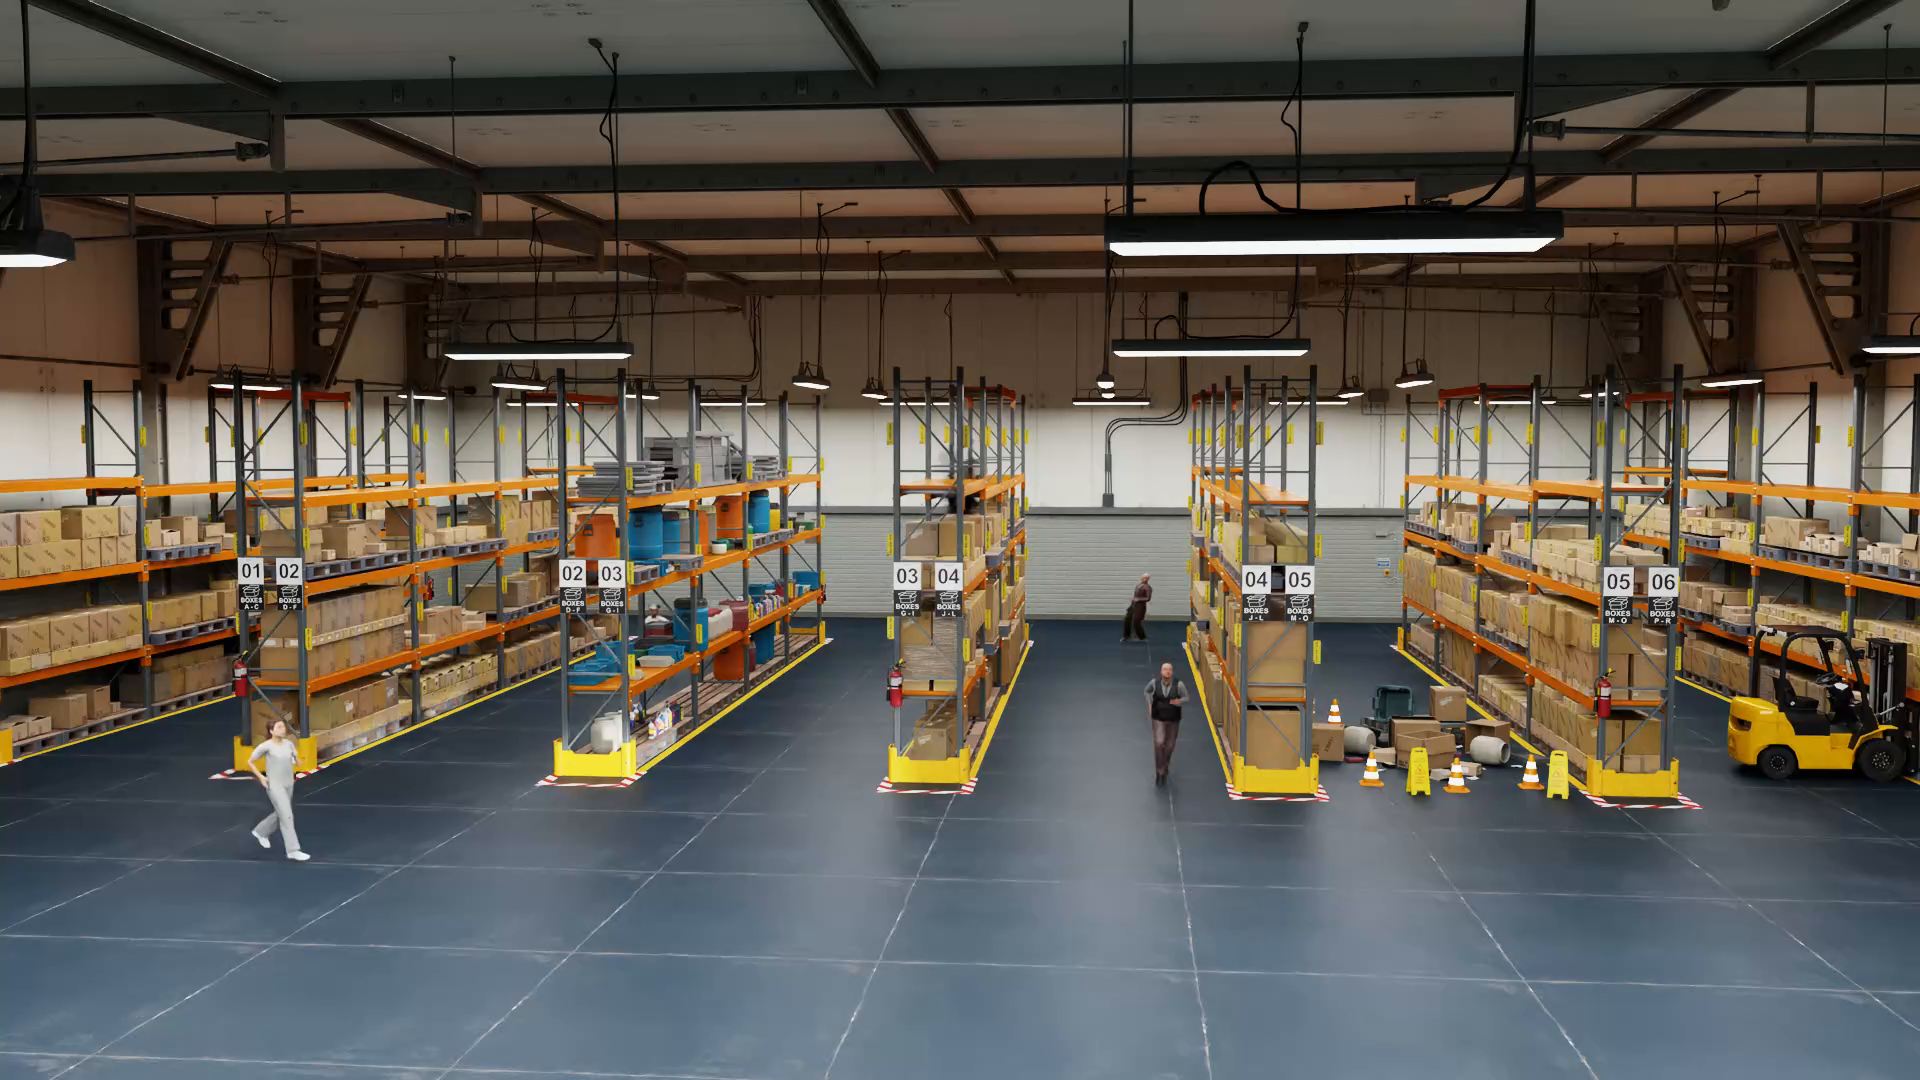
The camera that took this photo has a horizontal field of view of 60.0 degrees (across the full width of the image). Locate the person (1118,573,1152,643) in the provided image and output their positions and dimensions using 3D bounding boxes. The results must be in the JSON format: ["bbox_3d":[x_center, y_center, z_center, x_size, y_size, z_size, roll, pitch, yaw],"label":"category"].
[{"bbox_3d":[4.271,1.666,40.143,0.658,1.752,0.821,-1,4,-20],"label":"person"}]

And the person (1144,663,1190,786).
[{"bbox_3d":[3.006,2.659,24.178,0.631,1.777,0.830,0,4,-1],"label":"person"}]

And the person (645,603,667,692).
[{"bbox_3d":[-6.035,2.108,32.877,0.560,1.754,0.742,0,4,4],"label":"person"}]

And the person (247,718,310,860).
[{"bbox_3d":[-8.069,2.925,19.681,0.969,1.641,0.567,2,4,24],"label":"person"}]
